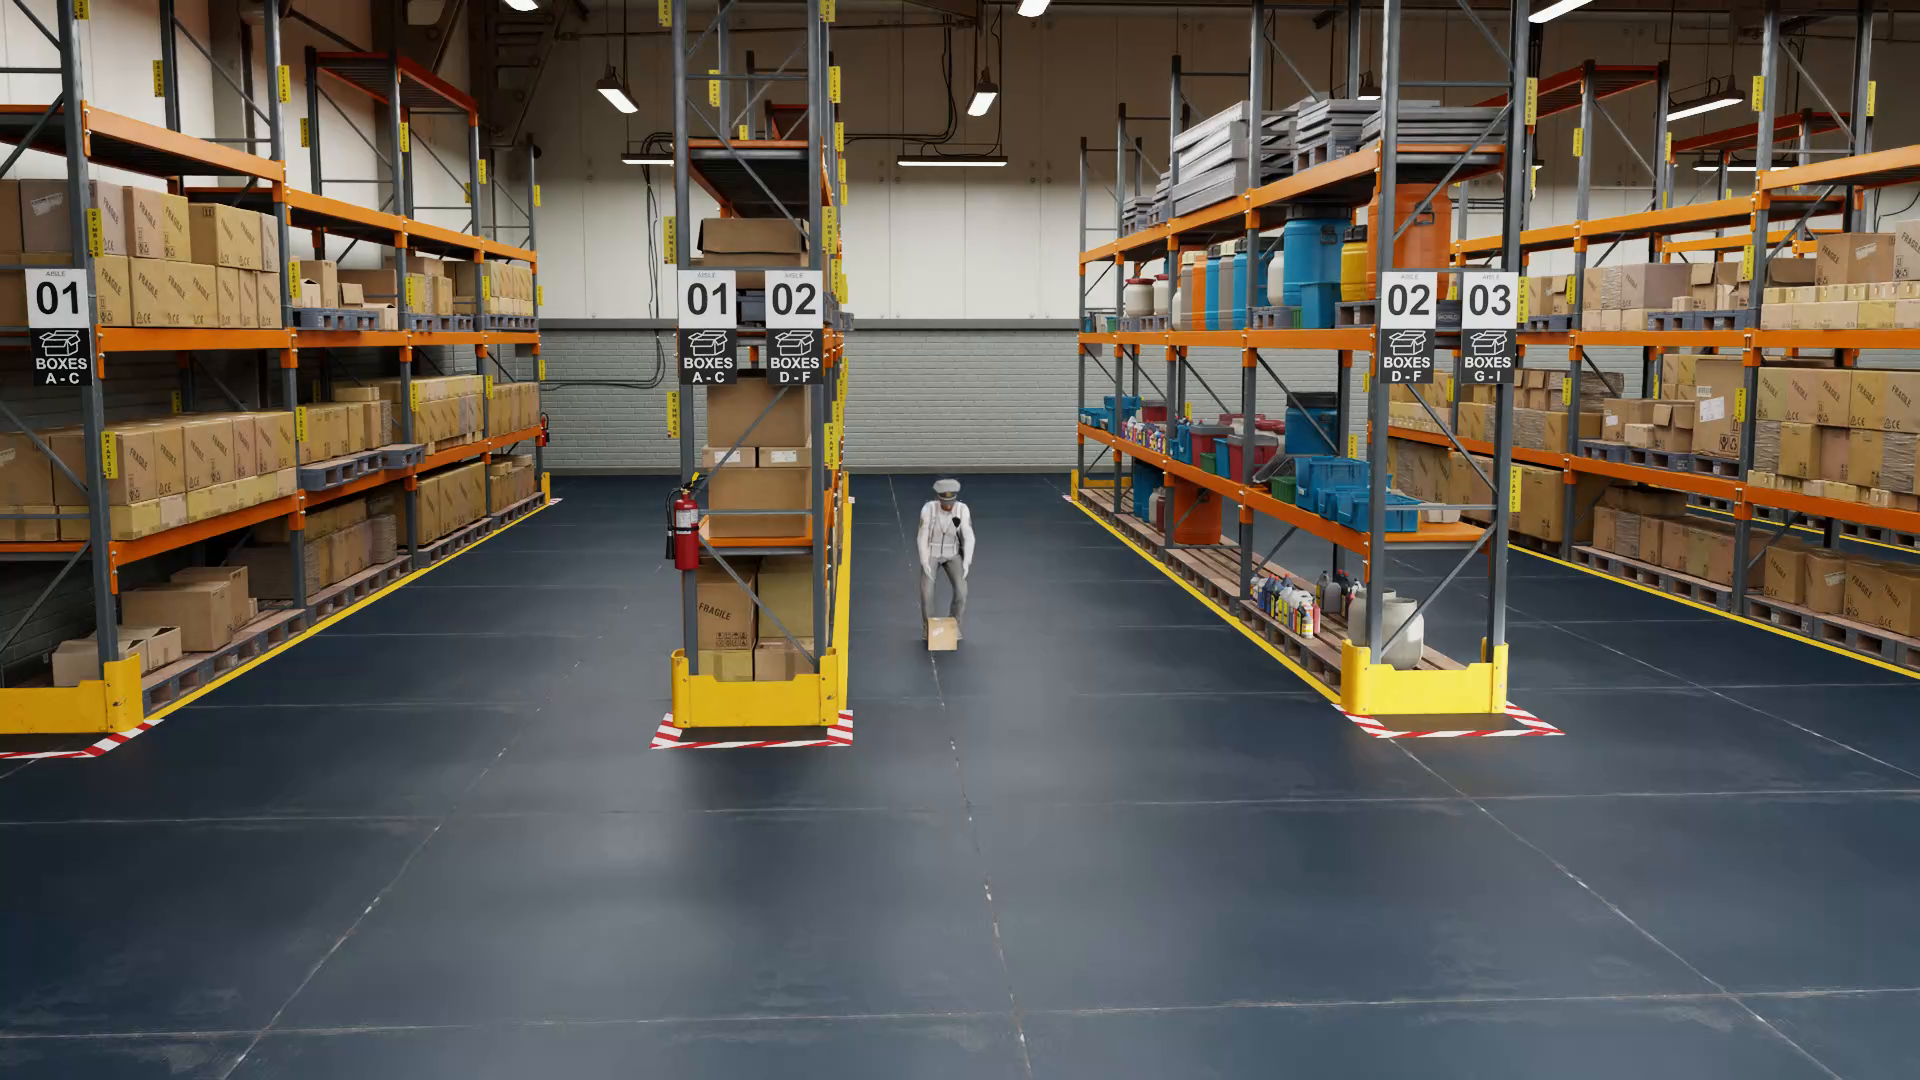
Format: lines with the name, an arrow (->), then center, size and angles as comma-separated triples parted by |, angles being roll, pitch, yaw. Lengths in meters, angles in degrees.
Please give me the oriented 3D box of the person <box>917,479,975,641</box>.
person -> -0.128, 0.178, 15.110 | 0.531, 1.479, 0.634 | 0, 7, -3
